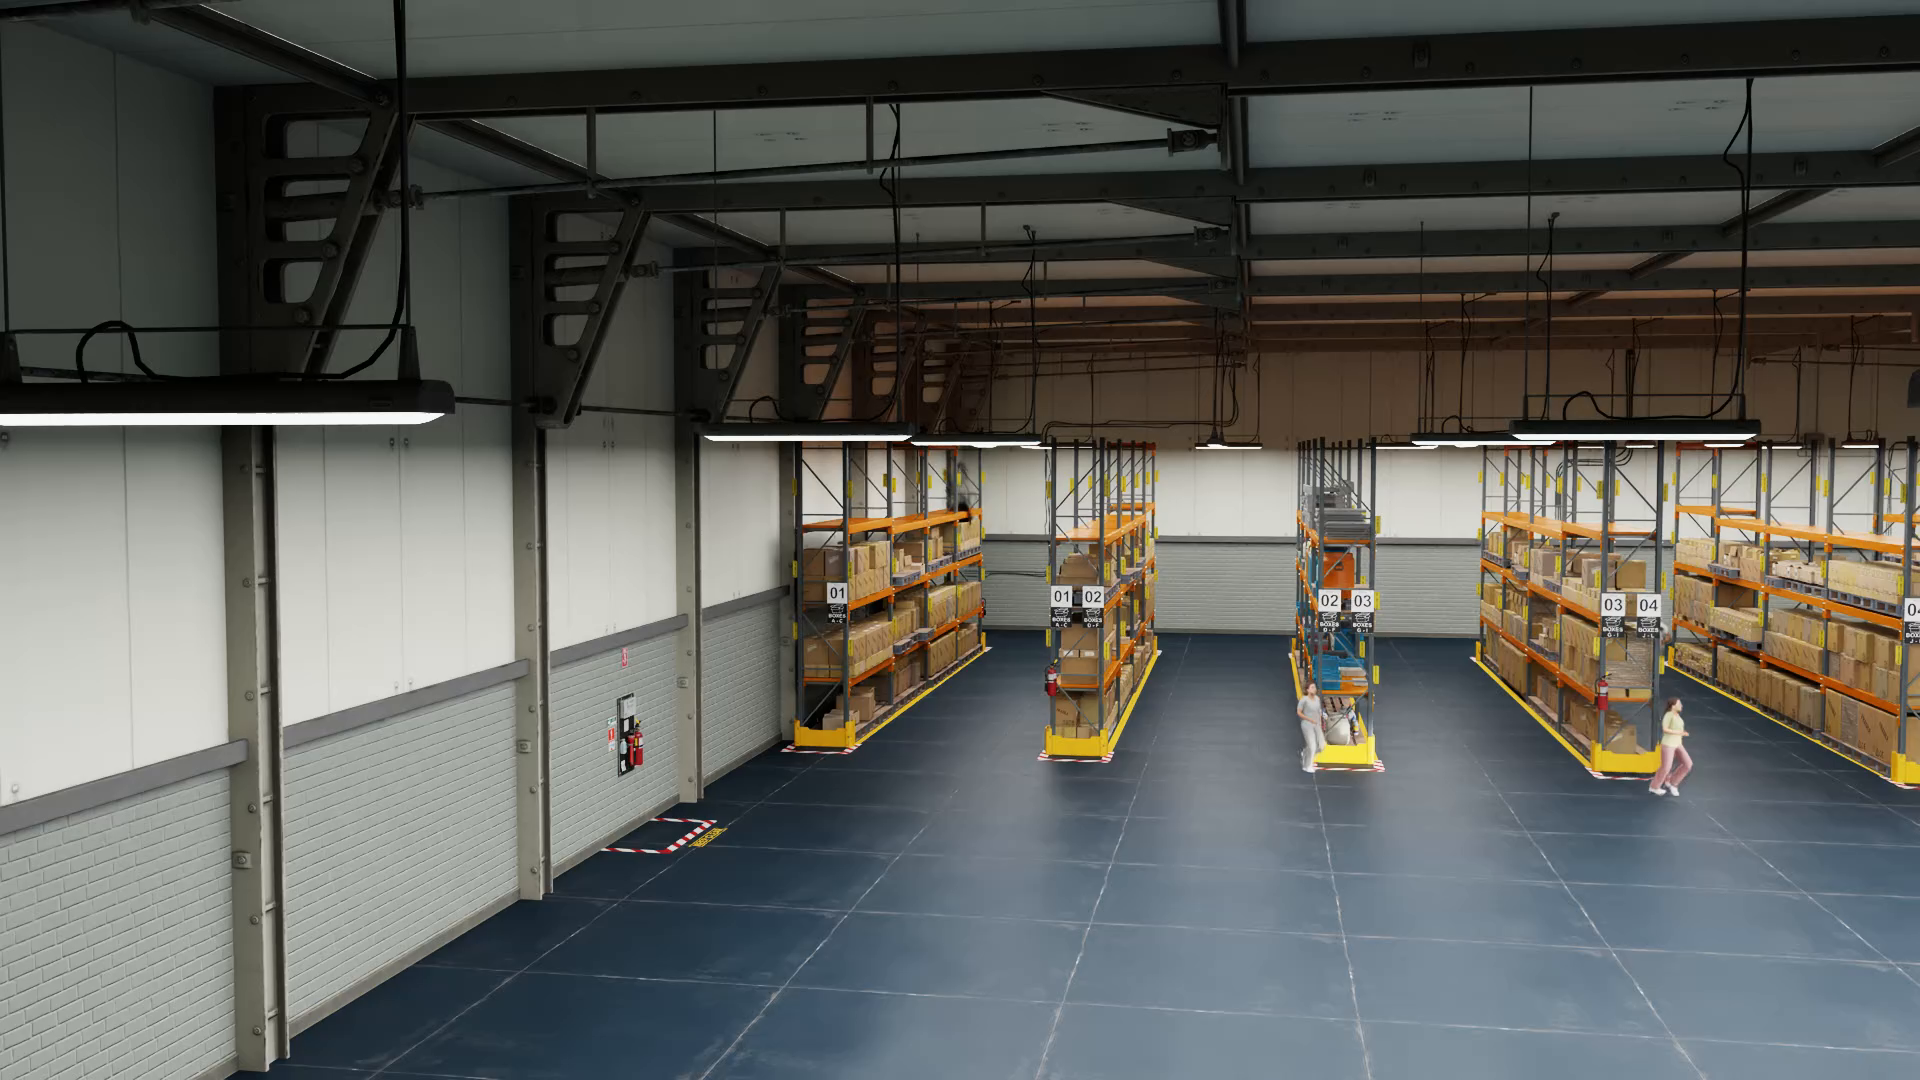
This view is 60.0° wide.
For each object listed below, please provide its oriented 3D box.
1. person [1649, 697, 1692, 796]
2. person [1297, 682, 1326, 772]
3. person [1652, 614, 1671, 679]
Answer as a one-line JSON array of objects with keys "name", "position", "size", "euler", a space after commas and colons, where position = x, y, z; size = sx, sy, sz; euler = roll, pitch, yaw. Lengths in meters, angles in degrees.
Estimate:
[{"name": "person", "position": [11.878, 3.436, 27.678], "size": [0.573, 1.653, 0.670], "euler": [-2, 4, -32]}, {"name": "person", "position": [6.275, 3.331, 29.639], "size": [0.571, 1.619, 0.516], "euler": [-2, 3, -29]}, {"name": "person", "position": [17.189, 2.671, 41.061], "size": [0.666, 1.796, 0.922], "euler": [1, 3, 17]}]
